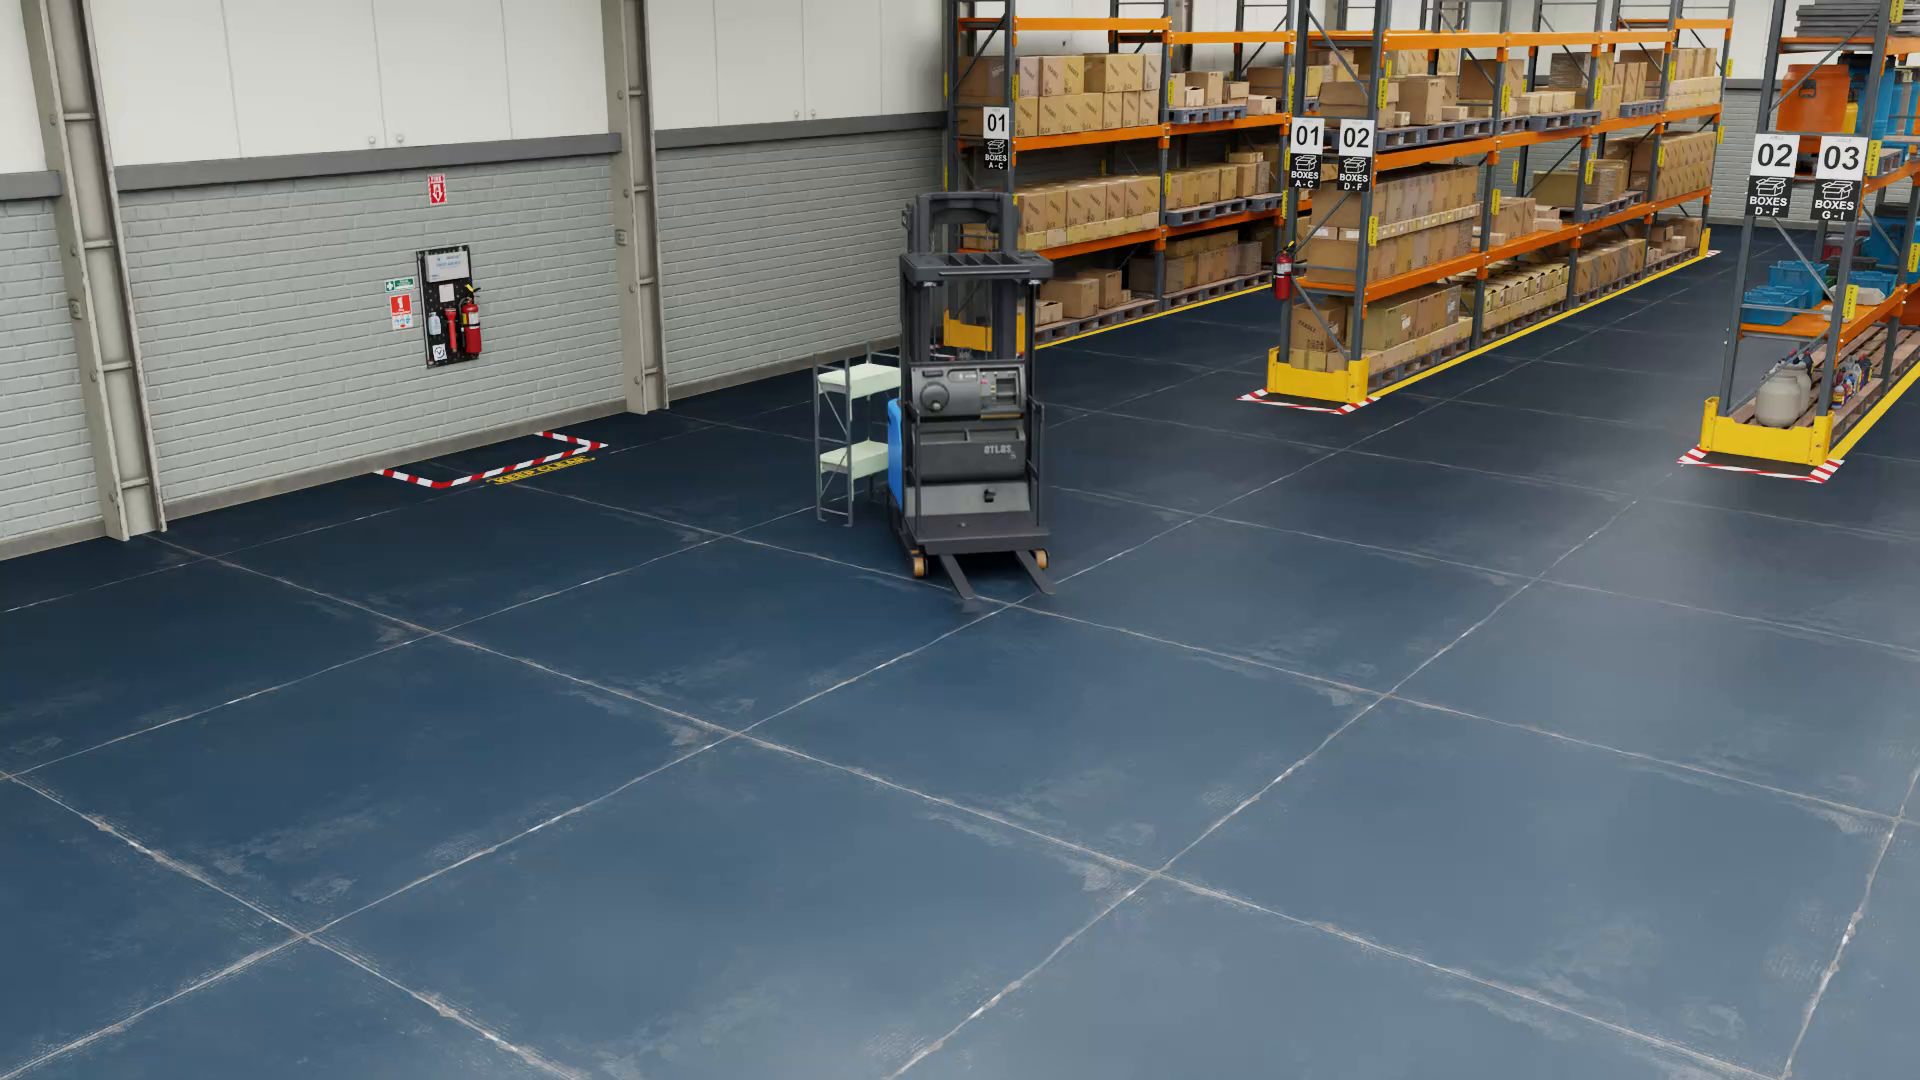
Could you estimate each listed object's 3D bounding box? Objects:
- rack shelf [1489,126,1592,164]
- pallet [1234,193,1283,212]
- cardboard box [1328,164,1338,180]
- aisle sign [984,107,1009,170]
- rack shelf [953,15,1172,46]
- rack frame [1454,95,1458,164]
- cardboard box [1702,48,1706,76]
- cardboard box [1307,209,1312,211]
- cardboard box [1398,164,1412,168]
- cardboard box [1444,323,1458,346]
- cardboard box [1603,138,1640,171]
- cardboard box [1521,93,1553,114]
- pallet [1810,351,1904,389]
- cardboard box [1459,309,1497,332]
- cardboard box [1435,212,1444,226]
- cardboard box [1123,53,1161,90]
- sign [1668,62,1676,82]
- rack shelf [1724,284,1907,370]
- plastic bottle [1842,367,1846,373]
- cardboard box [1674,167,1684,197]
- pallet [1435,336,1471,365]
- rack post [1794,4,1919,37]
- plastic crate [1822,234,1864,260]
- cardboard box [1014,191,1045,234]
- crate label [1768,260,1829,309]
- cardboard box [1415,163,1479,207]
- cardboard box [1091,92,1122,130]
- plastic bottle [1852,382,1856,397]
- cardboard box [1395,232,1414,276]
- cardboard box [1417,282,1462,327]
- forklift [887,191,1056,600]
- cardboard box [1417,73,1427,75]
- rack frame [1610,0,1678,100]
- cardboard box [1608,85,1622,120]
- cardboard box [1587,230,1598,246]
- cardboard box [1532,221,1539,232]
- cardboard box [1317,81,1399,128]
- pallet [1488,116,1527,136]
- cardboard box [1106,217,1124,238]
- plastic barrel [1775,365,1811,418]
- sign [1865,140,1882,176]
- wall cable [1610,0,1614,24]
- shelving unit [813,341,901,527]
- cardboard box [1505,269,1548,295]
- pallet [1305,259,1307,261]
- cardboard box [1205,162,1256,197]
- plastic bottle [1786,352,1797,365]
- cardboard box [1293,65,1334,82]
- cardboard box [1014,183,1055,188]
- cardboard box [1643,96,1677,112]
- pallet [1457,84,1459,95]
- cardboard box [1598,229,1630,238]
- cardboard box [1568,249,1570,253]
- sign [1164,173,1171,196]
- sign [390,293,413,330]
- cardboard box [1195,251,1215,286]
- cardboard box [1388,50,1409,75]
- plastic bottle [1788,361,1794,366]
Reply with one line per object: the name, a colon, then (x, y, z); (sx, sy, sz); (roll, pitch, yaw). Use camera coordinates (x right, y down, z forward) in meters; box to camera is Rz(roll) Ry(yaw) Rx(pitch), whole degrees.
rack shelf: (7.826, -5.679, 23.630); (1.077, 0.370, 4.000); (12, 21, 35)
pallet: (4.698, -5.661, 27.739); (1.213, 0.211, 1.003); (12, 21, 35)
cardboard box: (6.452, -6.578, 29.663); (0.500, 0.500, 0.500); (13, 22, 36)
aisle sign: (0.469, -5.207, 21.571); (0.394, 0.787, 0.004); (12, 21, 35)
rack shelf: (1.462, -7.032, 22.933); (1.077, 0.370, 4.000); (12, 21, 35)
rack frame: (9.804, -7.847, 34.454); (1.000, 3.000, 0.127); (12, 21, 35)
cardboard box: (13.126, -8.701, 30.291); (0.700, 0.500, 0.500); (12, 21, 35)
cardboard box: (6.611, -5.678, 30.386); (0.750, 0.750, 0.750); (13, 22, 36)
cardboard box: (8.196, -7.336, 32.305); (0.980, 0.700, 0.700); (12, 21, 33)
cardboard box: (6.228, -2.735, 21.922); (0.500, 0.250, 0.500); (12, 21, 35)
cardboard box: (11.495, -6.711, 28.942); (0.500, 0.500, 0.500); (13, 21, 35)
cardboard box: (8.145, -6.248, 23.792); (0.500, 0.250, 0.500); (12, 21, 34)
pallet: (11.047, -2.100, 20.651); (1.003, 0.211, 1.213); (12, 21, 35)
cardboard box: (7.074, -3.054, 22.948); (0.500, 0.250, 0.500); (12, 21, 33)
cardboard box: (5.887, -4.067, 21.020); (0.380, 0.149, 0.250); (13, 22, 36)
cardboard box: (2.573, -6.789, 24.100); (0.500, 0.500, 0.500); (10, 20, 30)
sign: (11.849, -7.790, 27.677); (0.100, 0.325, 0.005); (12, 21, 35)
rack shelf: (9.419, -2.418, 18.185); (1.077, 0.370, 4.000); (12, 21, 35)
plastic bottle: (10.054, -1.836, 18.936); (0.061, 0.283, 0.133); (12, 21, 35)
cardboard box: (12.526, -6.382, 29.568); (0.500, 0.500, 0.500); (12, 21, 34)
pallet: (6.127, -2.600, 22.261); (1.003, 0.211, 1.213); (12, 21, 35)
rack post: (8.780, -5.069, 16.236); (0.937, 0.300, 0.954); (15, 23, 40)
plastic crate: (10.653, -3.438, 20.149); (0.402, 0.464, 0.583); (12, 21, 35)
cardboard box: (0.796, -4.392, 22.285); (0.500, 0.500, 0.500); (12, 21, 35)
crate label: (9.106, -2.788, 18.105); (0.502, 0.435, 0.616); (12, 21, 35)
cardboard box: (6.375, -4.675, 21.883); (0.700, 0.500, 0.500); (13, 21, 35)
cardboard box: (1.940, -6.058, 23.432); (0.500, 0.500, 0.500); (11, 21, 33)
plastic bottle: (10.003, -1.714, 18.681); (0.097, 0.201, 0.097); (0, 17, 0)
cardboard box: (5.149, -3.561, 20.485); (0.700, 0.500, 0.500); (13, 21, 35)
cardboard box: (6.226, -3.094, 21.811); (0.500, 0.500, 0.500); (12, 21, 35)
forklift: (0.107, -1.217, 13.221); (1.130, 2.935, 3.031); (-3, 17, -9)
cardboard box: (8.659, -8.863, 32.046); (0.500, 0.250, 0.500); (12, 21, 33)
rack frame: (11.401, -8.885, 27.680); (1.000, 3.000, 0.127); (12, 21, 35)
cardboard box: (9.864, -6.902, 26.186); (0.910, 0.500, 0.500); (12, 21, 35)
cardboard box: (10.321, -5.084, 27.765); (0.500, 0.250, 0.500); (12, 21, 35)
cardboard box: (8.303, -4.633, 24.529); (0.380, 0.149, 0.250); (14, 22, 39)
cardboard box: (4.597, -5.047, 19.261); (0.797, 0.503, 0.637); (14, 22, 38)
pallet: (7.150, -5.668, 22.701); (0.805, 0.209, 1.217); (11, 21, 33)
cardboard box: (2.024, -4.520, 23.962); (0.500, 0.250, 0.500); (12, 21, 34)
plastic barrel: (8.856, -1.587, 17.784); (0.421, 0.512, 0.421); (0, 17, 0)
sign: (8.666, -3.624, 15.782); (0.100, 0.325, 0.005); (12, 21, 35)
wall cable: (15.634, -12.447, 35.871); (3.097, 2.526, 0.112); (12, 21, 35)
shelving unit: (-0.889, -0.954, 14.786); (0.431, 1.500, 0.755); (12, 21, 35)
cardboard box: (8.296, -3.809, 24.435); (0.500, 0.311, 0.500); (12, 21, 34)
pallet: (6.295, -5.073, 30.225); (1.003, 0.211, 1.213); (12, 21, 35)
cardboard box: (4.454, -5.948, 27.428); (0.700, 0.500, 0.500); (10, 20, 30)
plastic bottle: (9.684, -2.019, 19.412); (0.144, 0.351, 0.185); (11, 21, 32)
cardboard box: (6.178, -8.142, 29.437); (0.700, 0.500, 0.500); (12, 21, 35)
cardboard box: (0.993, -4.724, 23.352); (0.500, 0.500, 0.500); (12, 21, 33)
cardboard box: (11.890, -7.452, 28.379); (0.500, 0.250, 0.500); (12, 21, 35)
pallet: (9.370, -9.058, 33.447); (1.003, 0.211, 1.213); (12, 21, 35)
cardboard box: (11.513, -5.222, 29.474); (0.500, 0.500, 0.500); (12, 21, 35)
cardboard box: (9.695, -4.471, 27.055); (0.500, 0.500, 0.500); (12, 21, 33)
sign: (3.094, -5.308, 24.819); (0.100, 0.325, 0.005); (12, 21, 35)
sign: (-5.497, -2.248, 16.365); (0.001, 0.329, 0.234); (12, 21, 35)
cardboard box: (3.683, -4.429, 26.923); (0.700, 0.500, 0.500); (13, 21, 35)
cardboard box: (8.071, -8.982, 31.162); (0.500, 0.500, 0.500); (12, 21, 34)
plastic bottle: (9.626, -1.940, 19.290); (0.097, 0.271, 0.097); (0, 17, 0)
